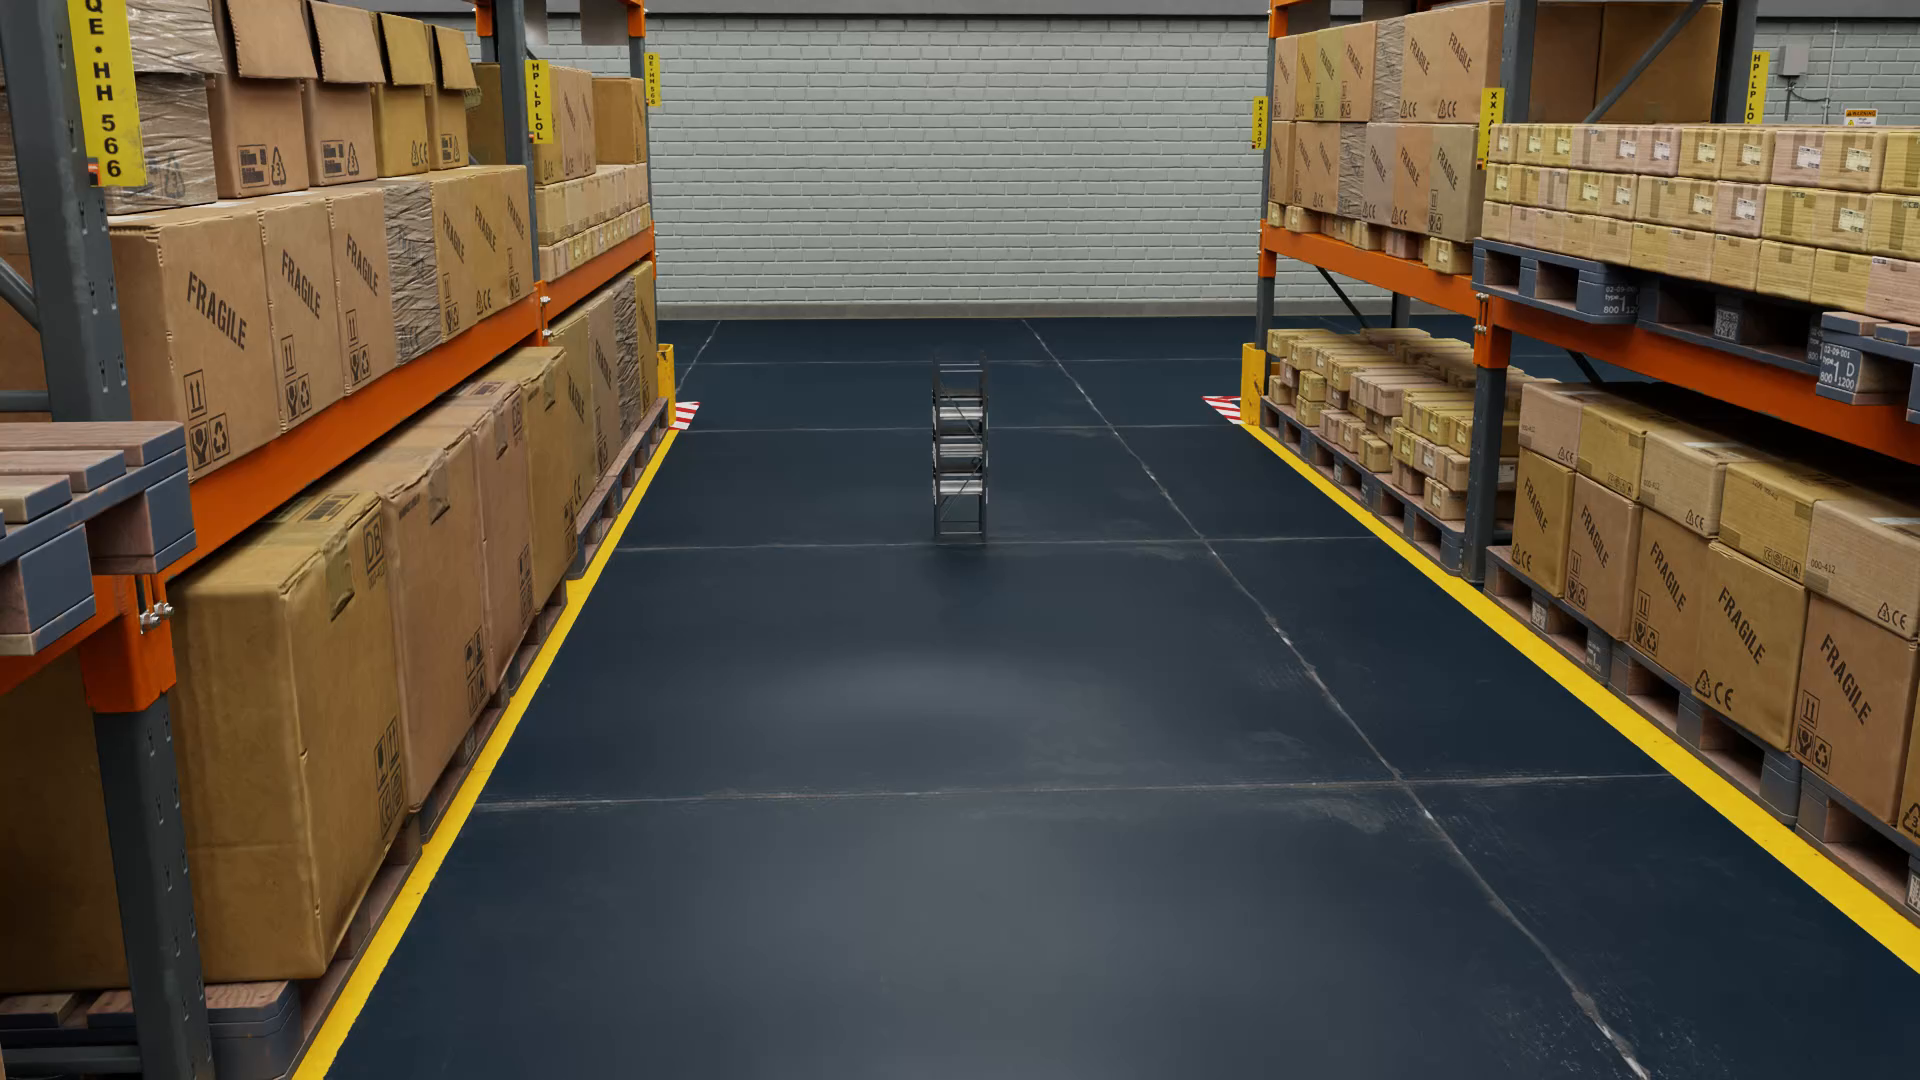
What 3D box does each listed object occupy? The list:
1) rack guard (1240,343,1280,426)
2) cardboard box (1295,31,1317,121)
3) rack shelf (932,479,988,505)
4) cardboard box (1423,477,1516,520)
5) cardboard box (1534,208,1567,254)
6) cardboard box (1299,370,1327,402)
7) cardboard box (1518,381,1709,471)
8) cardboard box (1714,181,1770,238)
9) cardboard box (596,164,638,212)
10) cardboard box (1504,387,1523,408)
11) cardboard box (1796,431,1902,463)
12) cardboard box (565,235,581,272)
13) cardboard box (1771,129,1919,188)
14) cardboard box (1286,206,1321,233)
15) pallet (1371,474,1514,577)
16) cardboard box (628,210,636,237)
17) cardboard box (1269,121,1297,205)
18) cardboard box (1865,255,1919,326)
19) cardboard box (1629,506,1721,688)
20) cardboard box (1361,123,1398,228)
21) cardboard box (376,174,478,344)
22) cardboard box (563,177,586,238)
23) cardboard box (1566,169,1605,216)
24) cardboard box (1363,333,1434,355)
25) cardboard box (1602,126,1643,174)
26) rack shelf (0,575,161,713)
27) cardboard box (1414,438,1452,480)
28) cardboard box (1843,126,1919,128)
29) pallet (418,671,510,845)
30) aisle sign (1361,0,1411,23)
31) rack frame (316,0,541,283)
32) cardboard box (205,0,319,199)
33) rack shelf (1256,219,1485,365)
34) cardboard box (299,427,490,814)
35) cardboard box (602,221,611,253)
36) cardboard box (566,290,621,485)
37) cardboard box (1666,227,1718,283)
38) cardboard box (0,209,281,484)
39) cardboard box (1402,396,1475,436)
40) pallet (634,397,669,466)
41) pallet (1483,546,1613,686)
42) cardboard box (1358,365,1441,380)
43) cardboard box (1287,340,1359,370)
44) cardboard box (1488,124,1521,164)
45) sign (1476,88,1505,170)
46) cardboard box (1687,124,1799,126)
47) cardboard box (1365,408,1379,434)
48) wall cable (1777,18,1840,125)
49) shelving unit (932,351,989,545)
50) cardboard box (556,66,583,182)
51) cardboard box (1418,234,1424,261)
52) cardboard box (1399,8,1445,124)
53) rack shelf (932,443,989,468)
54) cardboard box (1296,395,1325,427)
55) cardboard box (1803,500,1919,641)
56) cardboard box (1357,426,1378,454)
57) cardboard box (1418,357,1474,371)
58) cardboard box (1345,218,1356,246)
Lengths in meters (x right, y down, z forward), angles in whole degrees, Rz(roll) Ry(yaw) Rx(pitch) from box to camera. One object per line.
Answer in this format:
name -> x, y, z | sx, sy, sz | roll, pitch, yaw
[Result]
rack guard -> 2.478, -1.043, 11.076 | 1.175, 0.500, 0.348 | -1, 14, -3
cardboard box -> 2.274, -2.708, 9.727 | 0.500, 0.500, 0.500 | 0, 14, -2
rack shelf -> 0.000, -0.231, 7.975 | 0.258, 0.077, 0.200 | -1, 14, -3
cardboard box -> 2.357, -0.192, 7.633 | 0.380, 0.149, 0.250 | -1, 14, -3
cardboard box -> 2.321, -1.123, 6.033 | 0.380, 0.149, 0.250 | -1, 14, -3
cardboard box -> 2.221, -0.911, 9.828 | 0.380, 0.149, 0.250 | 0, 14, -2
cardboard box -> 2.503, -0.446, 6.407 | 0.500, 0.250, 0.500 | -2, 15, -6
cardboard box -> 2.402, -0.945, 4.744 | 0.380, 0.149, 0.250 | -1, 14, -2
cardboard box -> -2.158, -2.050, 9.677 | 0.500, 0.250, 0.500 | -1, 14, -4
cardboard box -> 2.845, -0.673, 8.308 | 0.380, 0.149, 0.250 | -1, 14, -5
cardboard box -> 3.085, -0.193, 5.425 | 0.500, 0.250, 0.500 | -2, 15, -6
cardboard box -> -1.955, -1.314, 7.617 | 0.380, 0.149, 0.250 | 0, 14, -2
cardboard box -> 2.422, -1.021, 4.444 | 0.380, 0.149, 0.250 | -1, 14, -3
cardboard box -> 2.187, -1.935, 10.030 | 0.380, 0.149, 0.250 | -1, 14, -5
pallet -> 2.644, -0.094, 7.966 | 1.003, 0.211, 1.213 | -1, 14, -3
cardboard box -> -2.086, -1.826, 9.609 | 0.380, 0.149, 0.250 | -1, 14, -2
cardboard box -> 2.226, -2.349, 10.338 | 0.500, 0.500, 0.500 | 0, 14, -1
cardboard box -> 2.450, -0.606, 4.022 | 0.380, 0.149, 0.250 | -1, 14, -2
cardboard box -> 2.583, 0.179, 5.484 | 0.500, 0.500, 0.500 | -1, 14, -2
cardboard box -> 2.349, -1.839, 8.356 | 0.500, 0.500, 0.500 | -1, 14, -4
cardboard box -> -1.871, -0.909, 5.340 | 0.500, 0.500, 0.500 | -1, 14, -4
cardboard box -> -2.029, -1.542, 7.704 | 0.500, 0.250, 0.500 | -1, 14, -4
cardboard box -> 2.338, -1.205, 5.754 | 0.380, 0.149, 0.250 | -2, 15, -6
cardboard box -> 2.718, -1.192, 10.324 | 0.380, 0.149, 0.250 | -1, 14, -2
cardboard box -> 2.353, -1.283, 5.462 | 0.380, 0.149, 0.250 | -1, 14, -4
rack shelf -> -1.864, 0.615, 1.062 | 1.077, 0.370, 4.000 | -1, 14, -3
cardboard box -> 2.355, -0.385, 7.784 | 0.380, 0.149, 0.250 | -2, 15, -6
cardboard box -> 3.021, -1.226, 5.240 | 0.380, 0.149, 0.250 | -2, 15, -6
pallet -> -2.034, 0.619, 5.196 | 1.003, 0.211, 1.213 | -1, 14, -3
aisle sign -> 2.768, -3.554, 10.603 | 0.394, 0.787, 0.004 | -1, 14, -3
rack frame -> -2.235, -1.226, 6.772 | 1.000, 3.000, 0.127 | -1, 14, -3
cardboard box -> -2.054, -1.110, 4.106 | 0.797, 0.503, 0.637 | -1, 14, -2
rack shelf -> 2.597, -1.426, 8.995 | 1.077, 0.370, 4.000 | -1, 14, -3
cardboard box -> -2.057, 0.201, 4.648 | 1.225, 0.875, 0.875 | -1, 14, -3
cardboard box -> -2.020, -1.571, 8.616 | 0.380, 0.149, 0.250 | -1, 14, -5
cardboard box -> -2.252, -0.790, 8.497 | 0.875, 0.875, 0.875 | -1, 14, -3
cardboard box -> 2.385, -0.867, 5.037 | 0.380, 0.149, 0.250 | -2, 15, -6
cardboard box -> -1.746, -0.405, 3.379 | 0.500, 0.500, 0.500 | 0, 14, -2
cardboard box -> 2.362, -0.598, 8.014 | 0.380, 0.149, 0.250 | -1, 14, -4
pallet -> -2.356, -0.673, 10.217 | 1.003, 0.211, 1.213 | -1, 14, -3
pallet -> 2.771, 0.267, 6.567 | 1.003, 0.211, 1.213 | -1, 14, -3
cardboard box -> 2.379, -0.860, 9.032 | 0.380, 0.149, 0.250 | -1, 14, -3
cardboard box -> 2.192, -1.116, 10.030 | 0.380, 0.149, 0.250 | -1, 14, -4
cardboard box -> 2.287, -1.542, 6.468 | 0.380, 0.149, 0.250 | 0, 14, -1
sign -> 2.180, -1.686, 6.824 | 0.100, 0.325, 0.005 | -1, 14, -3
cardboard box -> 2.959, -1.484, 6.241 | 0.380, 0.149, 0.250 | -1, 14, -5
cardboard box -> 2.372, -0.645, 8.795 | 0.380, 0.149, 0.250 | -2, 15, -6
wall cable -> 8.450, -4.293, 16.651 | 0.588, 1.984, 0.122 | -1, 14, -3
shelving unit -> 0.000, -0.438, 7.922 | 0.258, 0.900, 0.210 | -1, 14, -3
cardboard box -> -2.033, -1.906, 7.615 | 0.500, 0.500, 0.500 | -1, 14, -3
cardboard box -> 2.441, -1.418, 8.023 | 0.380, 0.149, 0.250 | -1, 14, -5
cardboard box -> 2.385, -2.195, 7.735 | 0.500, 0.500, 0.500 | -1, 14, -5
rack shelf -> 0.000, -0.406, 7.930 | 0.258, 0.077, 0.200 | -1, 14, -3
cardboard box -> 2.213, -0.769, 9.874 | 0.380, 0.149, 0.250 | -1, 14, -3
cardboard box -> 2.623, 0.070, 4.404 | 0.500, 0.250, 0.500 | -1, 14, -3
cardboard box -> 2.344, -0.516, 8.890 | 0.380, 0.149, 0.250 | -1, 14, -2
cardboard box -> 2.791, -0.931, 9.309 | 0.380, 0.149, 0.250 | -1, 14, -5
cardboard box -> 2.314, -1.678, 9.032 | 0.380, 0.149, 0.250 | 0, 14, -1
